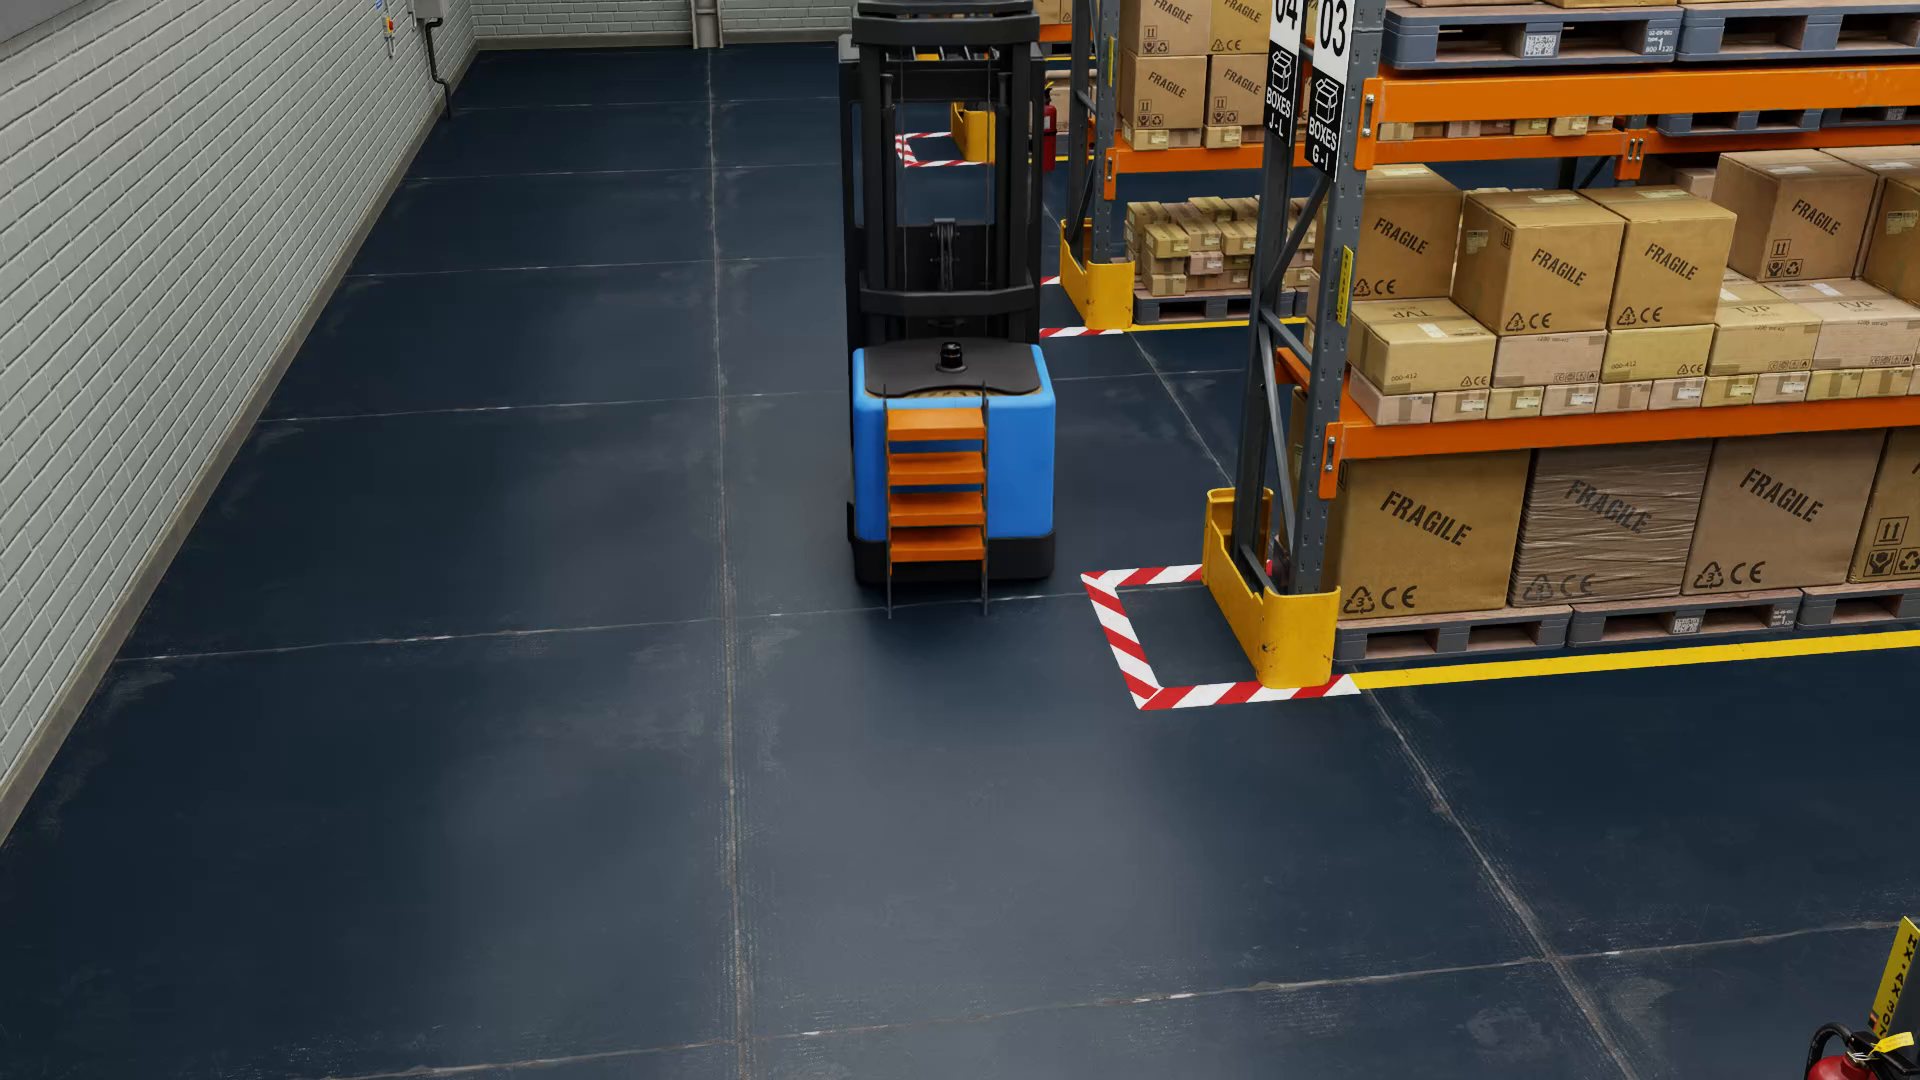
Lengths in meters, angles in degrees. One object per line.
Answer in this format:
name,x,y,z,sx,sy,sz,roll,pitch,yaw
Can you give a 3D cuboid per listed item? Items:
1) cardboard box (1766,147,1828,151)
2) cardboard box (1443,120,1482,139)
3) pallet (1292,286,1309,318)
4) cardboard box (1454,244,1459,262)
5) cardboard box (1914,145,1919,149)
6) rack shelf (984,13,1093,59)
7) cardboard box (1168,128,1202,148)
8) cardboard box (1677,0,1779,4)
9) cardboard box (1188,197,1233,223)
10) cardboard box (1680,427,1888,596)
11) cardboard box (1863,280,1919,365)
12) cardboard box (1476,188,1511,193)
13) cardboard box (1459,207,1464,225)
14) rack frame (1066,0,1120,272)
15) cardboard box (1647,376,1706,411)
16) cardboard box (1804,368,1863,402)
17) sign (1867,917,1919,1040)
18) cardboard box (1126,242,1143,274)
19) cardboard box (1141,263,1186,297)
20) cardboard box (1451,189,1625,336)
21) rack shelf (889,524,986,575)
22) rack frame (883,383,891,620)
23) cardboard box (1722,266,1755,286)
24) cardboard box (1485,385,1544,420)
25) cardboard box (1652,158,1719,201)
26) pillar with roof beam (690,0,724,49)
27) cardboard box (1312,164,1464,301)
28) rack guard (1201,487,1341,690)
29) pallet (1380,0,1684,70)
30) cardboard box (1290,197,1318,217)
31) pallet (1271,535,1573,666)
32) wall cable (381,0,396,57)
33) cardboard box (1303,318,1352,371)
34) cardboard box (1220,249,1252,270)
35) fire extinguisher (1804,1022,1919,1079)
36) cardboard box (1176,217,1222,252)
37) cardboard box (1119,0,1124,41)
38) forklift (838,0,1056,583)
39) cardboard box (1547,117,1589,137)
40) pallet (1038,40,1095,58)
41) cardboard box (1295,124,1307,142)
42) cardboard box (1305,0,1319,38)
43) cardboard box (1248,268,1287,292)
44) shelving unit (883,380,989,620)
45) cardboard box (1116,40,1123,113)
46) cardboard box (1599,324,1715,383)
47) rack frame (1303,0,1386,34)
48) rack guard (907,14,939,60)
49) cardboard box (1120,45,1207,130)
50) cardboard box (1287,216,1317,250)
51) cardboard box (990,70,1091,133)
cardboard box,6.654,-3.040,13.345,0.500,0.250,0.500,-5,28,-9
cardboard box,3.632,-3.075,12.233,0.250,0.149,0.380,-5,28,-9
pallet,3.048,-2.024,12.964,1.213,0.211,1.003,-4,27,-7
cardboard box,3.611,-2.245,12.677,0.250,0.149,0.380,-3,27,-6
cardboard box,5.000,-1.639,8.175,0.500,0.500,0.500,-4,27,-7
rack shelf,2.149,-5.187,16.861,4.000,0.370,1.077,-4,27,-7
cardboard box,1.571,-2.944,11.977,0.250,0.149,0.380,-3,27,-5
cardboard box,3.136,-2.604,7.074,0.500,0.500,0.700,-6,28,-11
cardboard box,1.943,-2.544,12.933,0.250,0.149,0.380,-4,27,-8
cardboard box,3.954,-0.333,8.480,0.875,0.875,0.875,-4,27,-7
cardboard box,4.597,-1.039,7.828,0.500,0.250,0.500,-3,27,-6
cardboard box,4.268,-2.667,13.173,0.250,0.149,0.380,-2,27,-5
cardboard box,3.842,-2.411,12.675,0.250,0.149,0.380,-3,27,-5
rack frame,0.958,-3.148,12.100,0.127,3.000,1.000,-4,27,-7
cardboard box,3.219,-0.744,7.690,0.250,0.149,0.380,-4,27,-8
cardboard box,3.981,-0.793,7.785,0.250,0.149,0.380,-4,27,-8
sign,2.146,1.019,3.800,0.005,0.325,0.100,-4,27,-7
cardboard box,1.450,-2.195,12.904,0.250,0.149,0.380,-3,27,-6
cardboard box,1.522,-1.956,12.438,0.250,0.149,0.380,-3,27,-6
cardboard box,2.557,-1.239,7.397,0.500,0.500,0.500,-4,27,-8
rack shelf,-0.120,0.048,8.422,0.480,0.148,0.258,-2,28,-3
rack frame,-0.363,-0.181,8.286,0.015,1.200,0.240,-2,28,-3
cardboard box,3.514,-1.216,8.172,0.500,0.250,0.500,-4,27,-7
cardboard box,2.454,-0.695,7.594,0.250,0.149,0.380,-4,27,-8
cardboard box,5.688,-2.739,12.759,0.500,0.250,0.500,-5,28,-9
pillar with roof beam,-2.723,-8.582,16.119,0.400,9.000,9.100,-4,27,-7
cardboard box,1.995,-1.449,7.805,0.500,0.500,0.500,-3,27,-6
rack guard,1.525,0.214,8.286,0.348,0.500,1.175,-4,27,-7
pallet,2.282,-2.247,7.155,1.213,0.211,1.003,-4,27,-7
cardboard box,2.743,-2.540,12.927,0.250,0.149,0.380,-5,28,-9
pallet,2.330,0.255,8.523,1.213,0.211,1.003,-4,27,-7
wall cable,-5.412,-5.477,15.490,0.123,1.953,0.585,-4,27,-7
cardboard box,1.856,-0.960,8.109,0.250,0.149,0.380,-3,27,-6
cardboard box,2.022,-2.164,12.519,0.250,0.149,0.380,-3,27,-6
fire extinguisher,2.026,1.344,3.839,0.183,0.674,0.296,-4,27,-7
cardboard box,1.781,-2.283,12.425,0.250,0.149,0.380,-3,27,-6
cardboard box,1.377,-3.912,12.057,0.500,0.500,0.500,-4,27,-8
forklift,-0.110,-1.719,9.389,1.130,2.935,3.031,-2,27,-3
cardboard box,4.429,-3.101,12.284,0.250,0.149,0.380,-4,27,-8
pallet,1.543,-6.515,21.716,1.213,0.211,1.003,-4,27,-7
cardboard box,2.354,-3.022,12.128,0.250,0.149,0.380,-4,27,-8
cardboard box,2.457,-3.737,11.716,0.500,0.500,0.500,-4,27,-8
cardboard box,2.283,-1.995,12.515,0.250,0.149,0.380,-3,27,-6
shelving unit,-0.120,-0.188,8.299,0.503,1.200,0.258,-2,28,-3
cardboard box,1.367,-3.470,12.292,0.500,0.500,0.500,-3,27,-6
cardboard box,3.074,-0.940,7.635,0.500,0.250,0.500,-5,28,-9
rack frame,1.549,-3.569,6.348,0.127,3.000,1.000,-4,27,-7
rack guard,-0.452,-6.516,21.402,0.348,0.500,1.175,-4,27,-7
cardboard box,1.441,-3.229,11.822,0.500,0.500,0.500,-2,27,-5
cardboard box,2.558,-2.308,12.473,0.250,0.149,0.380,-3,27,-5
cardboard box,0.808,-4.514,17.108,0.875,0.438,0.875,-5,28,-9
